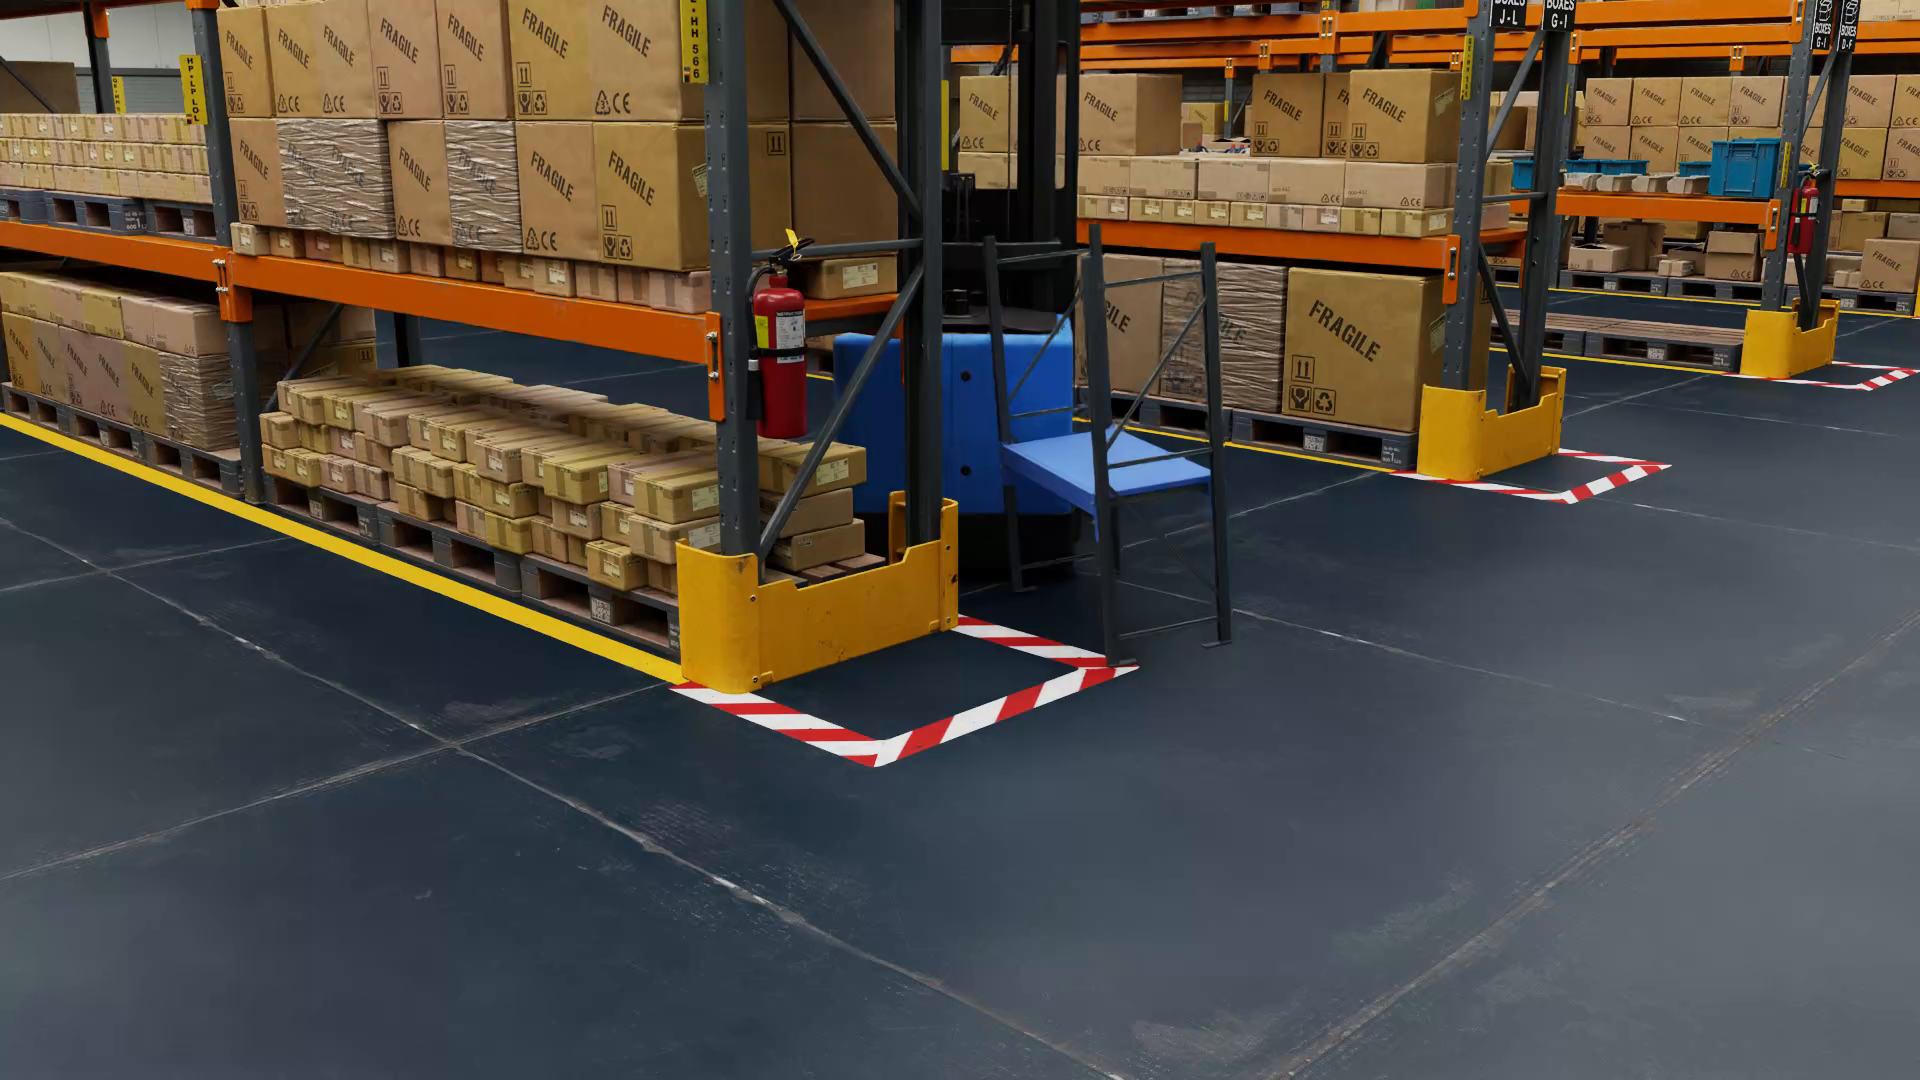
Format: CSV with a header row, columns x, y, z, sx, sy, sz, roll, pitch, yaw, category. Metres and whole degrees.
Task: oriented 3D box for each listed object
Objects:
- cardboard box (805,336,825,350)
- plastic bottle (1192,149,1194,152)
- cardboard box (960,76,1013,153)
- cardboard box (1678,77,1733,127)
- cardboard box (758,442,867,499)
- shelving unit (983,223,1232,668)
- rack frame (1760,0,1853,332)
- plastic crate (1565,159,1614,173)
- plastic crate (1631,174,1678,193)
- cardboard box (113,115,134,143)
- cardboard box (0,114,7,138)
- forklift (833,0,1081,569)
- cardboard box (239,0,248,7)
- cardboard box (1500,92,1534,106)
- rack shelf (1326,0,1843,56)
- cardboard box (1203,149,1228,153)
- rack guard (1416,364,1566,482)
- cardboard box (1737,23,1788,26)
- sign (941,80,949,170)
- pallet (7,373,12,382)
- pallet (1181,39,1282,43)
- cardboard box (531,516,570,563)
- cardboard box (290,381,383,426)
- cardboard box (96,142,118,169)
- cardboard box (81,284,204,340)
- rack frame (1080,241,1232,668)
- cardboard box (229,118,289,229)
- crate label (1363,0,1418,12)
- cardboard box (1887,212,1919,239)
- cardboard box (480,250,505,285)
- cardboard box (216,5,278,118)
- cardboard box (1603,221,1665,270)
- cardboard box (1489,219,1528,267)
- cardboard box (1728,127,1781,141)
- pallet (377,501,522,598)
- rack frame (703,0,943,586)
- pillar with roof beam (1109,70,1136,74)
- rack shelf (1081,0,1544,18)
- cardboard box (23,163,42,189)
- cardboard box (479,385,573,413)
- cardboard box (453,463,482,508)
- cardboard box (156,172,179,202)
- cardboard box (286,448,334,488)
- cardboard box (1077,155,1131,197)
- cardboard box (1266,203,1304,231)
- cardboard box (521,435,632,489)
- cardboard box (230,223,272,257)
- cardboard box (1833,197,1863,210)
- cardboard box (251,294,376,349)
x,y,z,sx,sy,sz,roll,pitch,yaw,category
-0.938,-2.046,13.218,0.875,0.875,1.225,13,19,40,cardboard box
2.378,-3.900,17.183,0.133,0.283,0.061,14,20,42,plastic bottle
0.348,-2.911,11.374,0.500,0.500,0.500,14,20,42,cardboard box
7.944,-4.623,17.542,0.500,0.500,0.500,13,19,41,cardboard box
-0.597,-0.289,6.733,0.250,0.149,0.380,13,19,40,cardboard box
0.556,-0.412,6.453,0.538,1.500,1.048,-10,17,-16,shelving unit
6.498,-2.806,12.751,0.127,3.000,1.000,14,20,42,rack frame
5.385,-3.140,14.245,0.300,0.233,0.416,14,20,42,plastic crate
5.586,-2.870,13.403,0.243,0.136,0.396,14,20,42,plastic crate
-4.502,-2.310,9.336,0.250,0.149,0.380,13,19,40,cardboard box
-6.013,-2.677,10.742,0.250,0.149,0.380,14,20,42,cardboard box
0.035,-1.610,8.299,1.130,2.935,3.031,1,15,2,forklift
-7.887,-6.043,18.734,0.380,0.149,0.250,-14,20,-42,cardboard box
8.151,-6.349,24.033,0.500,0.250,0.500,13,20,41,cardboard box
5.058,-4.259,13.807,4.000,0.370,1.077,14,20,42,rack shelf
3.340,-5.090,22.015,0.250,0.149,0.380,14,20,42,cardboard box
3.077,-0.693,9.599,0.348,0.500,1.175,14,20,42,rack guard
8.316,-5.390,17.018,0.500,0.250,0.500,14,20,42,cardboard box
-0.079,-1.541,6.182,0.005,0.325,0.100,14,20,42,sign
-6.730,-1.226,12.220,1.213,0.211,1.003,14,20,42,pallet
3.629,-6.567,21.611,1.213,0.211,1.003,-13,20,-42,pallet
-1.552,-0.031,6.924,0.250,0.149,0.380,14,20,43,cardboard box
-3.074,-0.679,8.229,0.380,0.149,0.250,-13,20,-41,cardboard box
-4.710,-2.213,9.554,0.250,0.149,0.380,14,20,42,cardboard box
-4.798,-1.347,9.791,0.500,0.250,0.500,13,19,40,cardboard box
0.717,-0.290,5.987,0.500,1.500,0.032,-10,17,-16,rack frame
-3.153,-1.784,8.041,0.500,0.500,0.500,13,20,41,cardboard box
3.770,-4.692,14.562,0.466,0.136,0.293,14,20,42,crate label
12.078,-3.877,20.988,0.500,0.500,0.700,13,19,40,cardboard box
-1.753,-1.150,6.893,0.250,0.149,0.380,13,19,40,cardboard box
-3.179,-2.277,7.951,0.500,0.500,0.500,-14,20,-43,cardboard box
7.666,-3.359,18.960,0.500,0.500,0.500,14,20,42,cardboard box
6.505,-3.442,19.277,0.500,0.500,0.500,14,20,42,cardboard box
8.333,-4.048,17.321,0.500,0.500,0.500,13,20,41,cardboard box
-1.945,-0.050,7.705,1.213,0.211,1.003,14,20,42,pallet
-0.456,-1.024,5.913,0.127,3.000,1.000,14,20,42,rack frame
-0.028,-9.560,26.776,0.400,9.000,9.100,14,20,42,pillar with roof beam
1.620,-3.360,10.356,4.000,0.370,1.077,14,20,42,rack shelf
-5.645,-2.297,10.463,0.380,0.149,0.250,-13,20,-41,cardboard box
-2.111,-0.651,8.121,0.250,0.149,0.380,12,19,40,cardboard box
-1.962,-0.259,7.209,0.380,0.149,0.250,-13,20,-41,cardboard box
-4.124,-1.929,9.050,0.250,0.149,0.380,14,20,42,cardboard box
-3.104,-0.379,8.259,0.380,0.149,0.250,-14,20,-43,cardboard box
1.068,-2.371,10.789,0.500,0.250,0.500,-14,20,-43,cardboard box
2.027,-1.921,9.854,0.250,0.149,0.380,14,20,43,cardboard box
-1.571,-0.316,6.836,0.250,0.149,0.380,13,19,40,cardboard box
-3.358,-1.494,8.213,0.380,0.149,0.250,-14,20,-42,cardboard box
11.566,-4.385,21.652,0.250,0.149,0.380,13,19,40,cardboard box
-3.684,-1.258,9.448,0.500,0.250,0.500,13,19,40,cardboard box
